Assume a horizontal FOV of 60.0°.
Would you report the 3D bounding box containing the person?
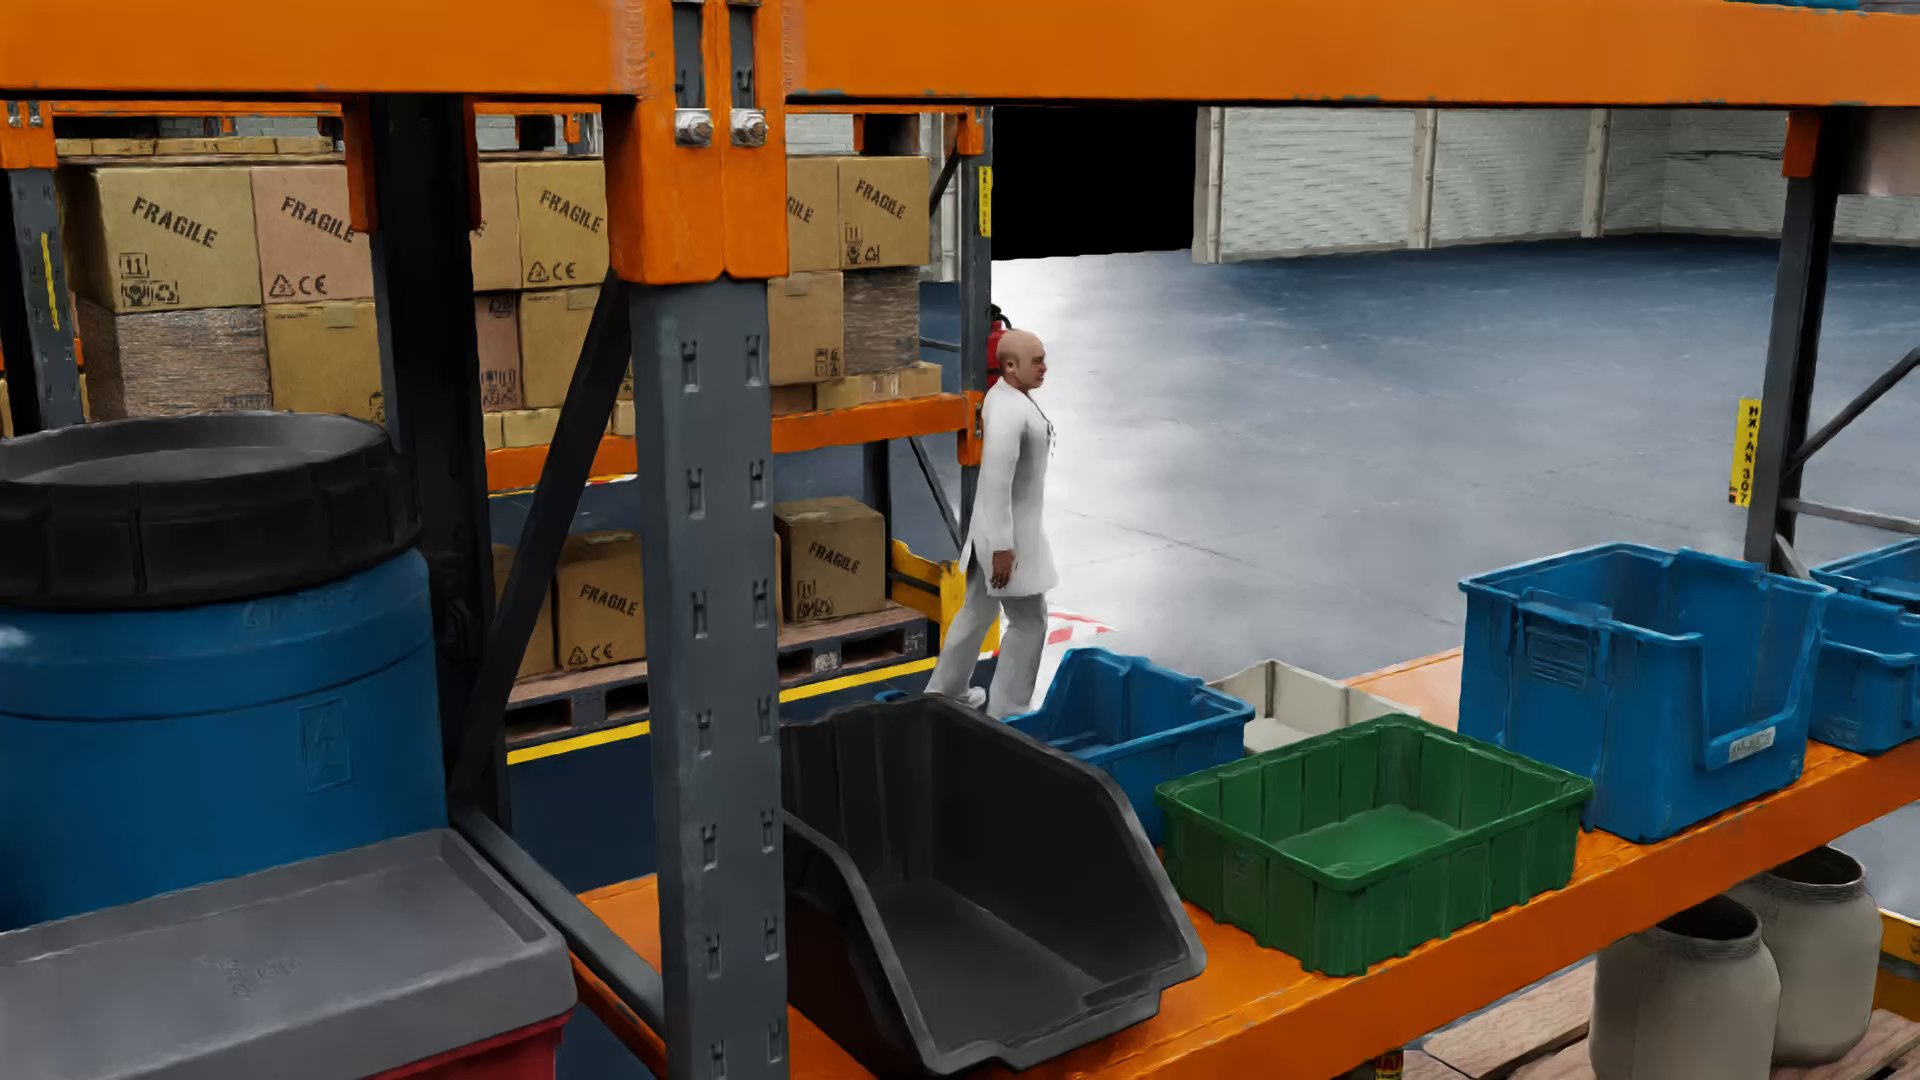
[{"bbox_3d":[0.151,-0.030,7.157,0.634,1.768,0.611,-1,14,-4],"label":"person"}]
